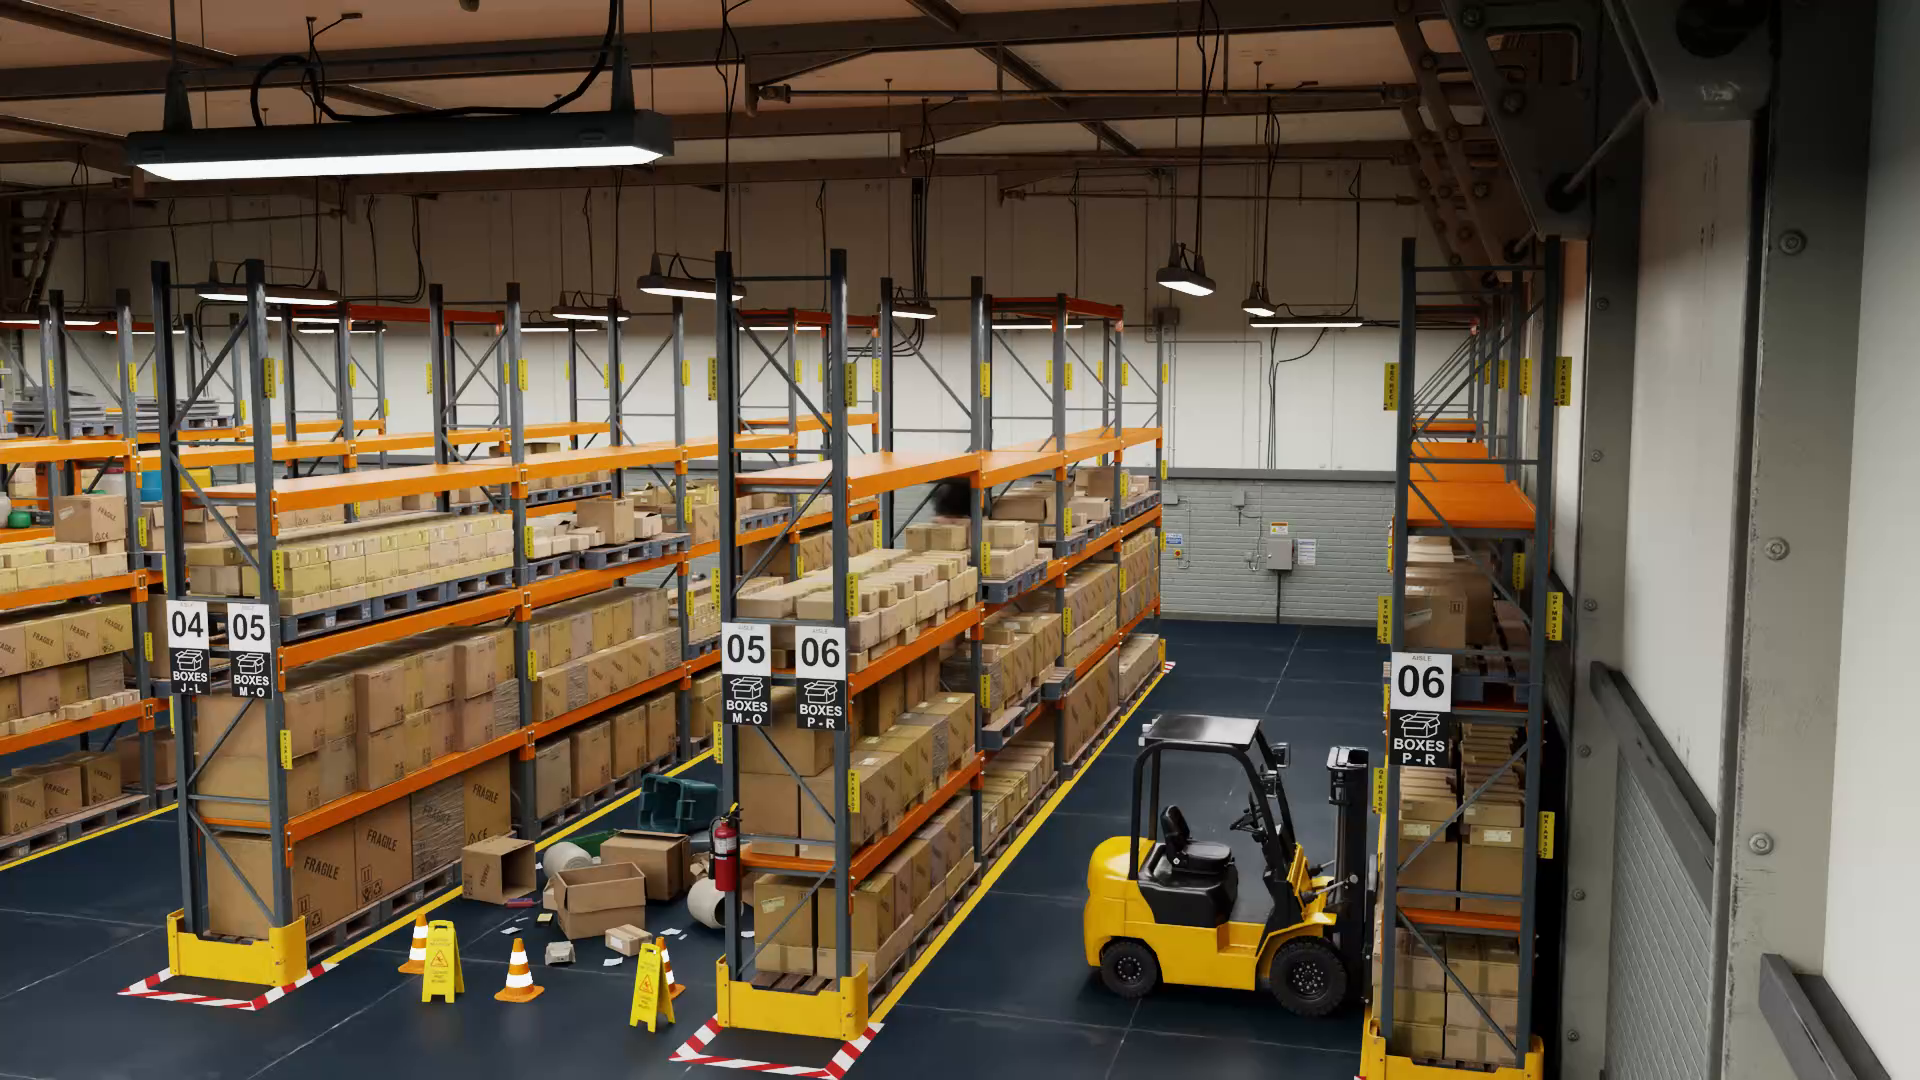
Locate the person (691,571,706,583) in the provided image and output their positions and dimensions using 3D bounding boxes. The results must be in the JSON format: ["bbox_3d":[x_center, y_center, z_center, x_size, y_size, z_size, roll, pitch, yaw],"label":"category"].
[{"bbox_3d":[-4.347,1.381,27.512,0.676,1.751,0.886,2,6,20],"label":"person"}]
